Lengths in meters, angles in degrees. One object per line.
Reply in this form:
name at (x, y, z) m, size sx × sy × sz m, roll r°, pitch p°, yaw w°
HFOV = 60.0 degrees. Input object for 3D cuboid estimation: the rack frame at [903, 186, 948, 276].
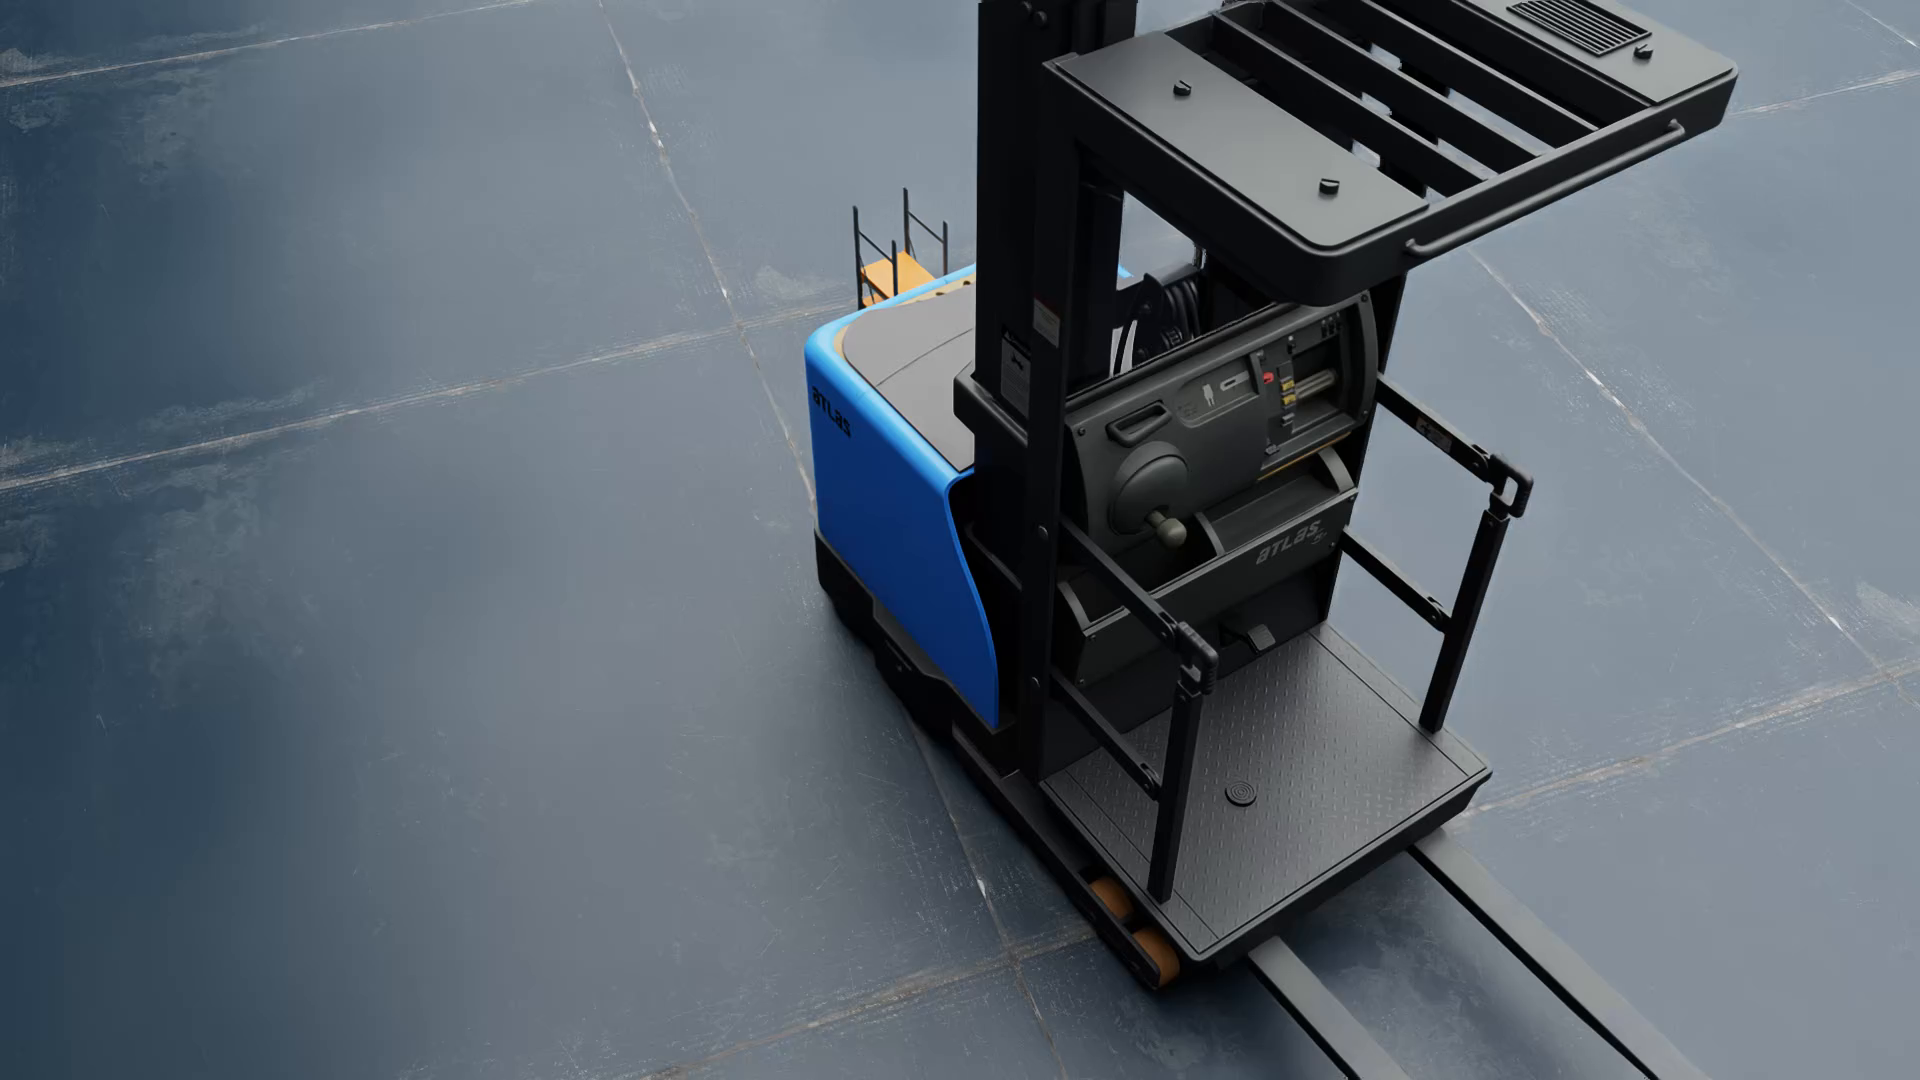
rack frame at (-0.106, -0.601, 5.502) m, size 0.006 × 1.200 × 0.240 m, roll -26°, pitch 50°, yaw -23°

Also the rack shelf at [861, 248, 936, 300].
rack shelf at (-0.182, -0.788, 5.242) m, size 0.180 × 0.103 × 0.258 m, roll -26°, pitch 50°, yaw -23°

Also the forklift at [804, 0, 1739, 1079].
forklift at (0.774, -0.211, 3.891) m, size 1.130 × 2.935 × 3.031 m, roll -26°, pitch 51°, yaw -23°

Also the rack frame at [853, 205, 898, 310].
rack frame at (-0.257, -0.528, 5.429) m, size 0.006 × 1.200 × 0.240 m, roll -26°, pitch 50°, yaw -23°

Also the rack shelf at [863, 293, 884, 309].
rack shelf at (-0.182, -0.703, 5.327) m, size 0.180 × 0.103 × 0.258 m, roll -26°, pitch 50°, yaw -23°

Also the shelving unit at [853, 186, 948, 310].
shelving unit at (-0.181, -0.565, 5.465) m, size 0.189 × 1.200 × 0.258 m, roll -26°, pitch 50°, yaw -23°
